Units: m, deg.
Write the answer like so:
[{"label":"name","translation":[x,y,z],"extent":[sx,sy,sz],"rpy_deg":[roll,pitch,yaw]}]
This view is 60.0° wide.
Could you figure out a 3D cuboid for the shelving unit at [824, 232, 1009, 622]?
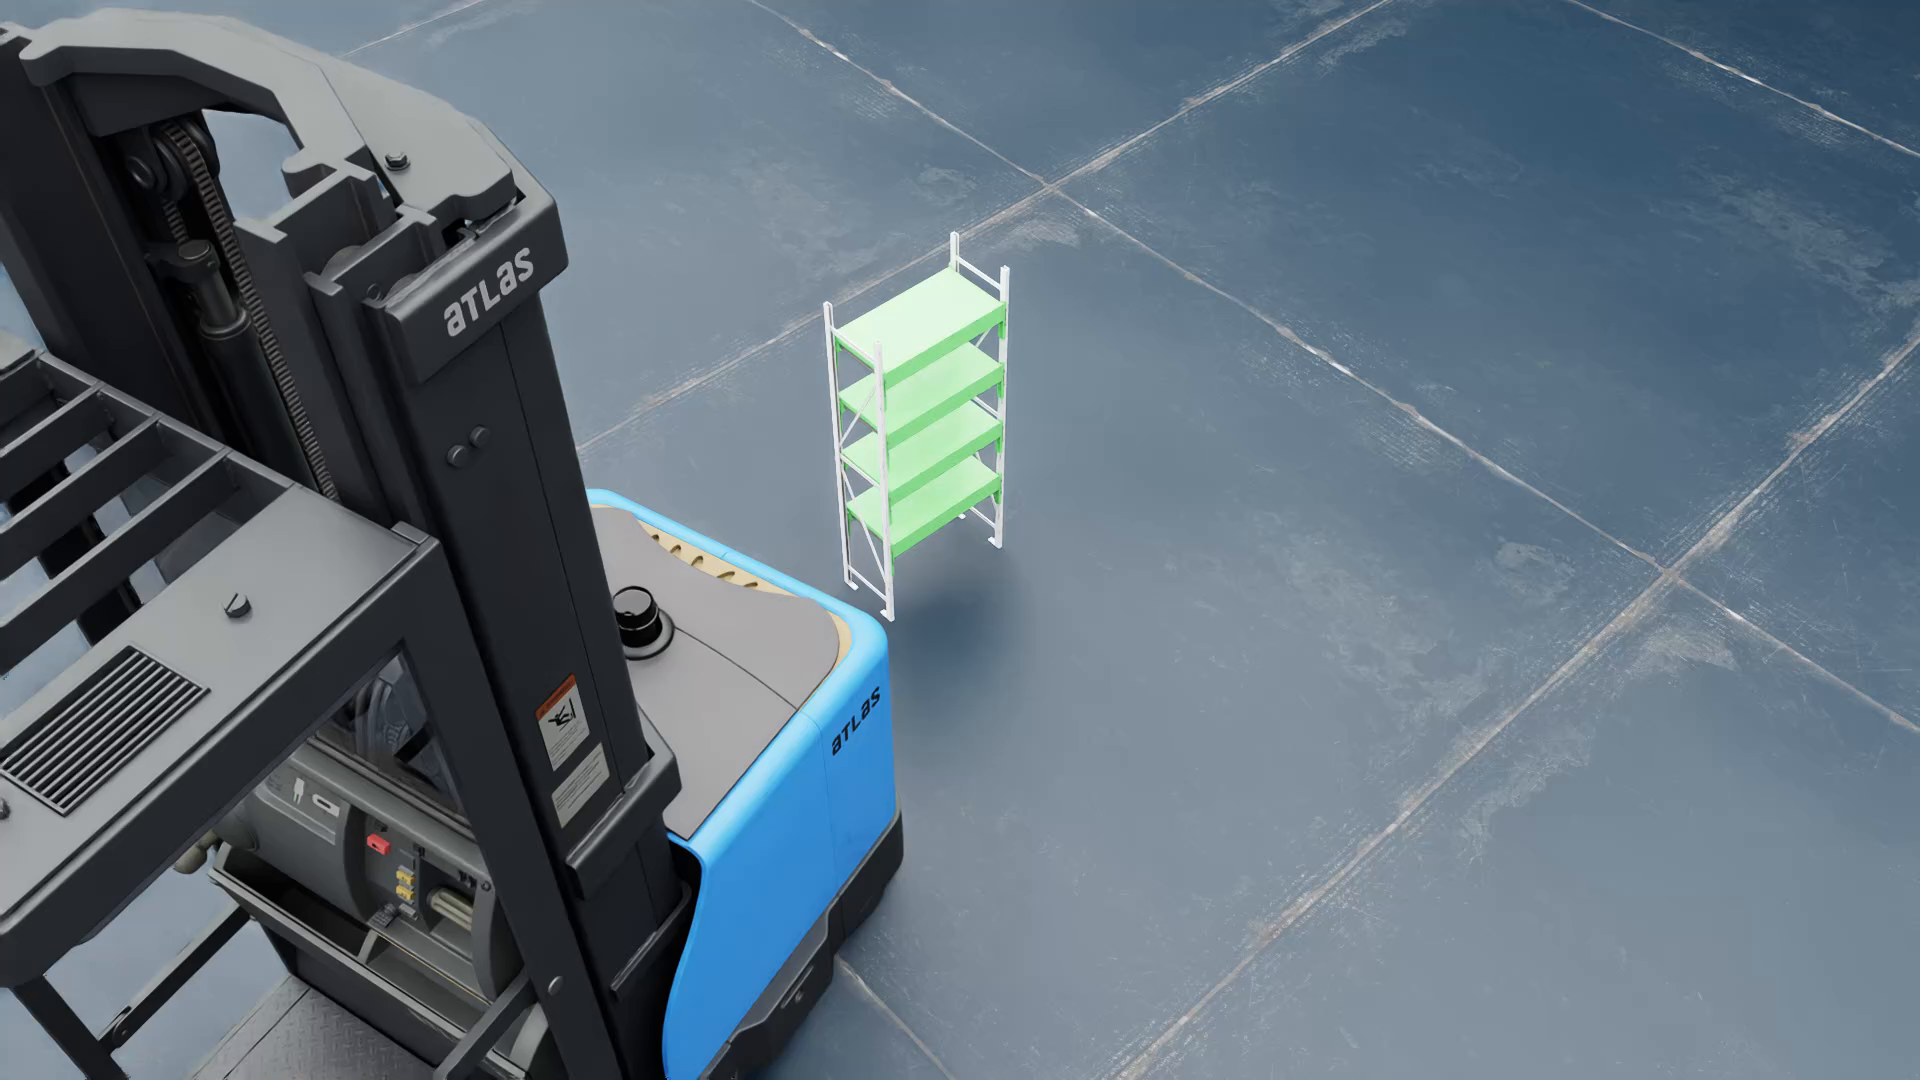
[{"label":"shelving unit","translation":[-0.122,-0.325,5.234],"extent":[0.503,1.200,0.258],"rpy_deg":[-34,56,-27]}]

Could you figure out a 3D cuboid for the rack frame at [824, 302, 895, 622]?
[{"label":"rack frame","translation":[-0.303,-0.204,5.122],"extent":[0.015,1.200,0.240],"rpy_deg":[-34,56,-27]}]

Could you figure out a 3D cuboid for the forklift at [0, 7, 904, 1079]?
[{"label":"forklift","translation":[-1.360,0.682,3.126],"extent":[1.130,2.935,3.031],"rpy_deg":[24,52,21]}]

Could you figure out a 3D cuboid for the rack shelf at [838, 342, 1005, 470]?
[{"label":"rack shelf","translation":[-0.122,-0.444,5.104],"extent":[0.480,0.148,0.258],"rpy_deg":[-34,56,-27]}]

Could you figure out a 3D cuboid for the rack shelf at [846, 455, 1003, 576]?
[{"label":"rack shelf","translation":[-0.122,-0.119,5.457],"extent":[0.480,0.148,0.258],"rpy_deg":[-34,56,-27]}]

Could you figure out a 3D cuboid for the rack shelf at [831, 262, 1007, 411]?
[{"label":"rack shelf","translation":[-0.122,-0.607,4.928],"extent":[0.480,0.148,0.258],"rpy_deg":[-34,56,-27]}]

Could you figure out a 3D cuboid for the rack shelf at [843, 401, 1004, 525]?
[{"label":"rack shelf","translation":[-0.122,-0.282,5.280],"extent":[0.480,0.148,0.258],"rpy_deg":[-34,56,-27]}]

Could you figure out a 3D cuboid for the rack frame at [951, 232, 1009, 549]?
[{"label":"rack frame","translation":[0.058,-0.446,5.345],"extent":[0.015,1.200,0.240],"rpy_deg":[-34,56,-27]}]
